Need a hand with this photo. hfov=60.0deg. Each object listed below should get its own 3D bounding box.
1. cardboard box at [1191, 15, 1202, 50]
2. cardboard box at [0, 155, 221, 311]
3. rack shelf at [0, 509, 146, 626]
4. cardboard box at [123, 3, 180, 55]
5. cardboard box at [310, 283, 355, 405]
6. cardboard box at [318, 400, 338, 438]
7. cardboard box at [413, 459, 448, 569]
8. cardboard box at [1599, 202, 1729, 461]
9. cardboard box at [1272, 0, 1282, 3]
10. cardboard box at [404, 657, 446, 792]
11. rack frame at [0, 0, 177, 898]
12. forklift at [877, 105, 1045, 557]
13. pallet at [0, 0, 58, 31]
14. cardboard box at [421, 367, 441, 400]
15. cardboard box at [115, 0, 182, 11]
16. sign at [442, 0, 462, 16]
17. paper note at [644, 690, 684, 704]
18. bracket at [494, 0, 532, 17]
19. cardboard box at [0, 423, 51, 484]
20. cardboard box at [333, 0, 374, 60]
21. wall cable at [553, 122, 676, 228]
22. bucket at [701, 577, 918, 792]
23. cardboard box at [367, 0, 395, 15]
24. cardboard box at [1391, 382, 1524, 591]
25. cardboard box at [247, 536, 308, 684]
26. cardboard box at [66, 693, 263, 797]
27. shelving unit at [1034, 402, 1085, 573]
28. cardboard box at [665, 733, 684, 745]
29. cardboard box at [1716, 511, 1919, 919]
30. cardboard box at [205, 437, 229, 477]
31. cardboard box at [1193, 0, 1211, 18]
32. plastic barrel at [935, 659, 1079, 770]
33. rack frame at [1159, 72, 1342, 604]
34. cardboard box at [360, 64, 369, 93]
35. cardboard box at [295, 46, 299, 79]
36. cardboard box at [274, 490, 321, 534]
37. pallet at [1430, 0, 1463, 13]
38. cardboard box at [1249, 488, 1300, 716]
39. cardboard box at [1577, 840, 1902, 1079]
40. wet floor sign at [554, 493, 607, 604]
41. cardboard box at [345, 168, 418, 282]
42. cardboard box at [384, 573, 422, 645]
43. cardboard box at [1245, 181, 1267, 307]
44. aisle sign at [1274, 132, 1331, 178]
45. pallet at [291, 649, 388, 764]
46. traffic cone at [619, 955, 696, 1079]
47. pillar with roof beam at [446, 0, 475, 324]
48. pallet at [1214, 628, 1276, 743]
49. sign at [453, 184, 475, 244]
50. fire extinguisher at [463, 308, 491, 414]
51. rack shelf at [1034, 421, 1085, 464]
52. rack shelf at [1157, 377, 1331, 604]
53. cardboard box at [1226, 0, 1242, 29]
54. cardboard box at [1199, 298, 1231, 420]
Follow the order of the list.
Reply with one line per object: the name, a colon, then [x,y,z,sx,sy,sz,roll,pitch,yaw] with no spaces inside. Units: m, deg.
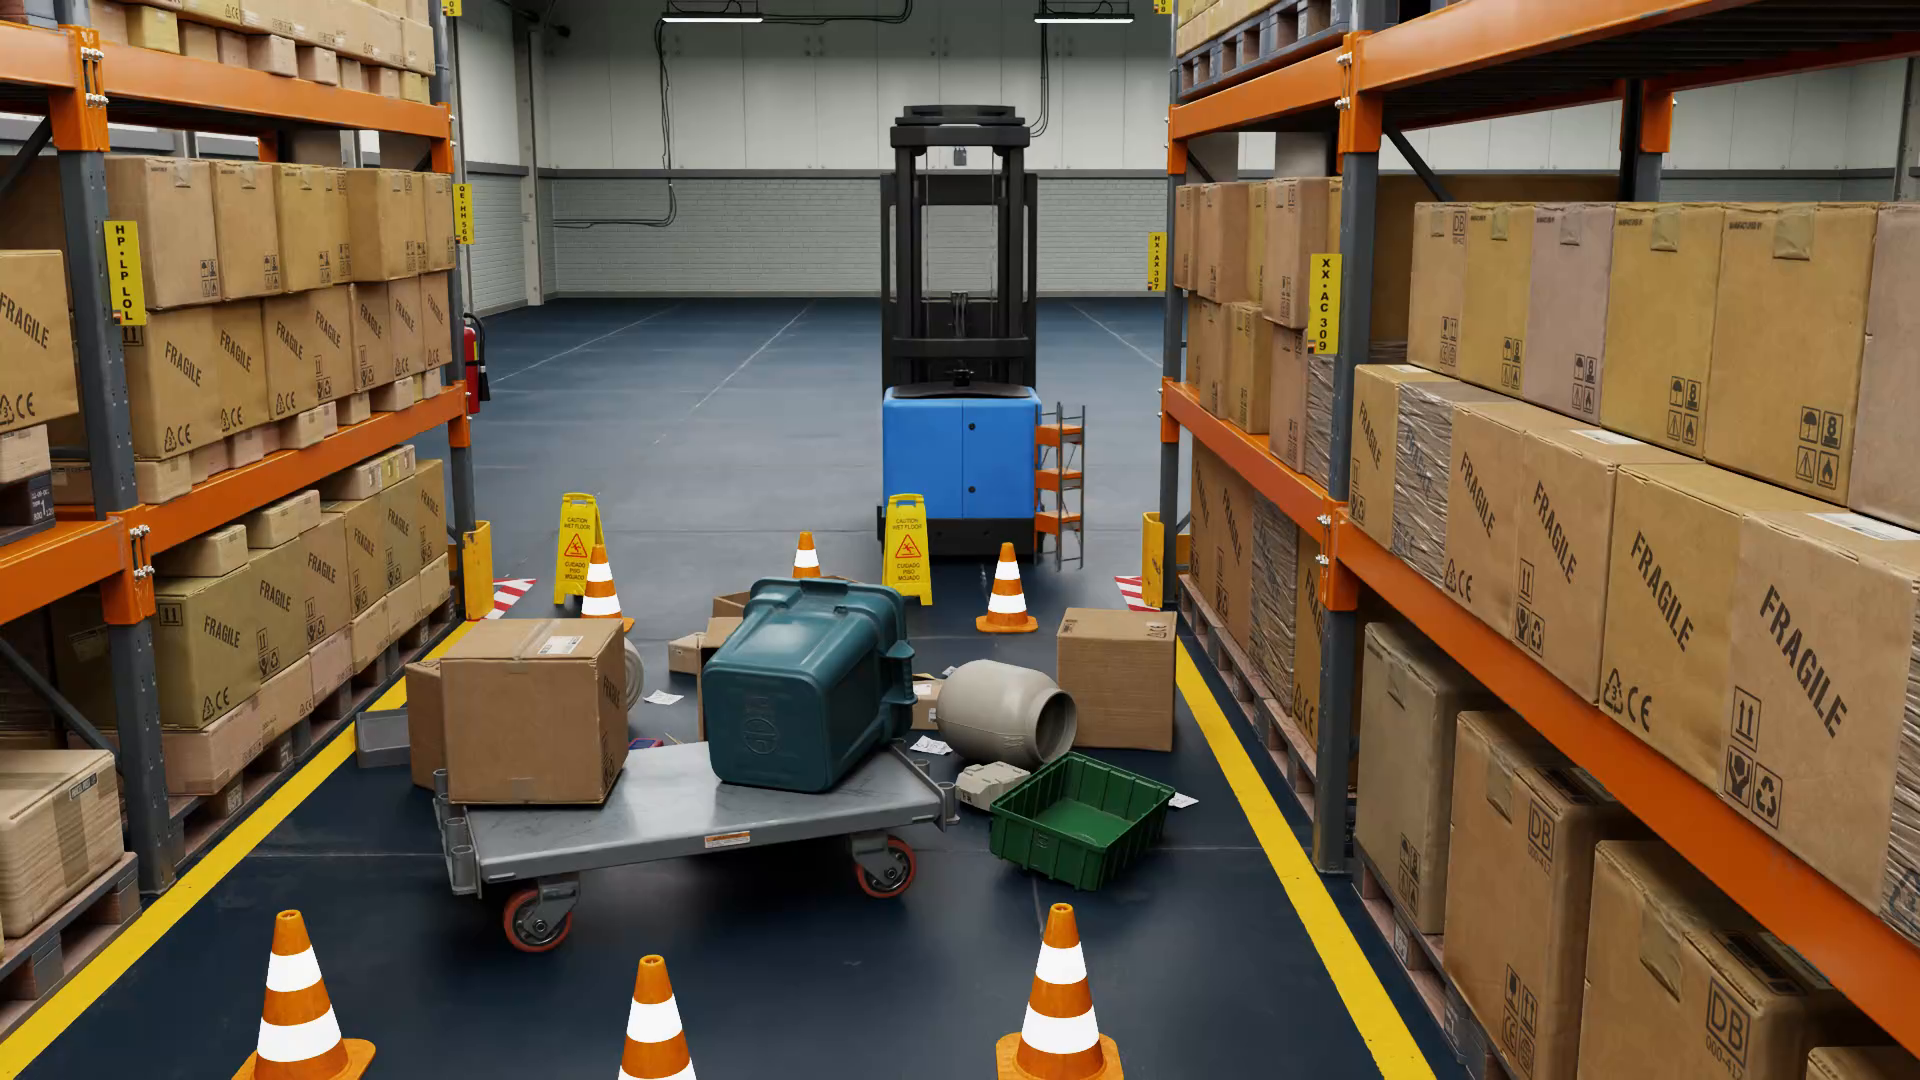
cardboard box: [1.365,-2.541,8.319,0.380,0.149,0.250,0,11,-1]
cardboard box: [-2.989,-1.047,5.659,0.700,0.500,0.500,0,11,-2]
rack shelf: [-3.155,0.477,3.475,1.077,0.370,4.000,0,11,-1]
cardboard box: [-2.905,-1.736,5.658,0.380,0.149,0.250,0,11,-1]
cardboard box: [-2.989,-0.857,7.238,0.500,0.500,0.500,0,11,0]
cardboard box: [-2.933,-0.519,7.203,0.380,0.149,0.250,0,11,-1]
cardboard box: [-3.002,-0.136,8.659,0.500,0.500,0.500,0,11,-1]
cardboard box: [1.798,-0.451,3.472,0.700,0.500,0.500,0,11,-2]
cardboard box: [1.406,-2.139,6.338,0.380,0.149,0.250,0,11,-1]
cardboard box: [-1.858,0.732,6.688,0.500,0.500,0.500,9,15,38]
rack frame: [-3.197,-0.273,5.363,1.000,3.000,0.127,0,11,-1]
forklift: [-0.013,-1.569,11.919,1.130,2.935,3.031,0,11,-1]
pallet: [-3.290,-1.528,4.476,1.213,0.211,1.003,0,11,-1]
cardboard box: [-2.942,-0.822,8.699,0.380,0.149,0.250,0,11,-2]
cardboard box: [-2.932,-1.904,5.486,0.500,0.250,0.500,0,11,-2]
sign: [-2.724,-2.971,8.887,0.100,0.325,0.005,0,11,-1]
paper note: [-1.402,0.741,7.857,0.148,0.019,0.142,4,12,18]
bracket: [-9.332,-10.980,33.994,0.076,0.066,4.783,0,11,-1]
cardboard box: [-2.910,-0.255,4.847,0.380,0.149,0.250,0,11,0]
cardboard box: [-2.975,-2.307,7.472,0.500,0.250,0.500,0,11,0]
wall cable: [-8.487,-8.878,40.498,3.097,2.526,0.112,0,11,-1]
bucket: [-0.558,0.528,5.823,0.726,0.611,0.620,4,22,18]
cardboard box: [-2.987,-2.638,8.101,0.380,0.149,0.250,0,11,-2]
cardboard box: [1.503,-0.157,4.537,0.500,0.500,0.500,0,11,-1]
cardboard box: [-2.962,0.276,6.628,0.500,0.500,0.500,0,11,1]
cardboard box: [-2.939,0.750,6.178,0.500,0.250,0.500,-1,11,-4]
shelving unit: [0.631,-0.339,10.587,0.215,1.050,0.252,-8,14,-36]
cardboard box: [-1.068,0.896,6.476,0.258,0.266,0.396,-10,15,-40]
cardboard box: [1.546,0.245,2.557,0.500,0.500,0.500,0,11,-1]
cardboard box: [-2.976,-0.317,6.209,0.380,0.149,0.250,0,11,-1]
cardboard box: [1.433,-2.708,8.141,0.500,0.250,0.500,0,11,-2]
plastic barrel: [0.193,0.730,6.899,0.512,0.421,0.421,9,15,38]
rack frame: [1.667,-1.109,9.481,1.000,3.000,0.127,0,11,-1]
cardboard box: [-3.044,-2.193,7.911,0.380,0.149,0.250,0,11,-1]
cardboard box: [-2.989,-1.990,6.913,0.380,0.149,0.250,0,11,-1]
cardboard box: [-2.903,-0.116,6.930,0.380,0.149,0.250,0,11,2]
pallet: [1.818,-1.508,4.385,0.805,0.209,1.217,-1,11,-3]
cardboard box: [1.785,0.217,7.232,0.875,0.875,0.875,0,11,-1]
cardboard box: [1.889,1.083,3.280,1.050,0.750,0.750,0,11,0]
wet floor sign: [-2.214,0.043,9.724,0.267,0.644,0.232,4,12,18]
cardboard box: [-2.934,-1.451,7.653,0.700,0.500,0.500,0,11,-2]
cardboard box: [-2.991,0.336,8.219,0.500,0.250,0.500,0,11,-1]
cardboard box: [1.757,-1.312,7.389,0.875,0.550,0.500,0,11,-1]
aisle sign: [1.966,-2.398,9.298,0.394,0.787,0.004,0,11,-1]
pallet: [-3.274,0.717,7.496,1.003,0.211,1.213,0,11,-1]
traffic cone: [-0.766,1.264,4.164,0.336,0.463,0.334,0,11,-1]
pillar with roof beam: [-5.321,-8.634,31.484,9.100,9.000,0.548,0,11,-1]
pallet: [1.784,0.658,7.784,1.003,0.211,1.213,0,11,-1]
sign: [-2.724,-1.789,9.127,0.100,0.325,0.005,0,11,-1]
fire extinguisher: [-2.821,-1.055,9.411,0.296,0.674,0.183,0,11,-1]
rack shelf: [0.630,-0.607,10.533,0.215,0.259,0.240,-8,14,-36]
rack shelf: [1.709,-0.359,7.593,1.077,0.370,4.000,0,11,-1]
cardboard box: [1.386,-2.340,7.328,0.380,0.149,0.250,0,11,-1]
cardboard box: [1.640,-0.888,8.014,0.875,0.550,0.550,0,11,-1]
